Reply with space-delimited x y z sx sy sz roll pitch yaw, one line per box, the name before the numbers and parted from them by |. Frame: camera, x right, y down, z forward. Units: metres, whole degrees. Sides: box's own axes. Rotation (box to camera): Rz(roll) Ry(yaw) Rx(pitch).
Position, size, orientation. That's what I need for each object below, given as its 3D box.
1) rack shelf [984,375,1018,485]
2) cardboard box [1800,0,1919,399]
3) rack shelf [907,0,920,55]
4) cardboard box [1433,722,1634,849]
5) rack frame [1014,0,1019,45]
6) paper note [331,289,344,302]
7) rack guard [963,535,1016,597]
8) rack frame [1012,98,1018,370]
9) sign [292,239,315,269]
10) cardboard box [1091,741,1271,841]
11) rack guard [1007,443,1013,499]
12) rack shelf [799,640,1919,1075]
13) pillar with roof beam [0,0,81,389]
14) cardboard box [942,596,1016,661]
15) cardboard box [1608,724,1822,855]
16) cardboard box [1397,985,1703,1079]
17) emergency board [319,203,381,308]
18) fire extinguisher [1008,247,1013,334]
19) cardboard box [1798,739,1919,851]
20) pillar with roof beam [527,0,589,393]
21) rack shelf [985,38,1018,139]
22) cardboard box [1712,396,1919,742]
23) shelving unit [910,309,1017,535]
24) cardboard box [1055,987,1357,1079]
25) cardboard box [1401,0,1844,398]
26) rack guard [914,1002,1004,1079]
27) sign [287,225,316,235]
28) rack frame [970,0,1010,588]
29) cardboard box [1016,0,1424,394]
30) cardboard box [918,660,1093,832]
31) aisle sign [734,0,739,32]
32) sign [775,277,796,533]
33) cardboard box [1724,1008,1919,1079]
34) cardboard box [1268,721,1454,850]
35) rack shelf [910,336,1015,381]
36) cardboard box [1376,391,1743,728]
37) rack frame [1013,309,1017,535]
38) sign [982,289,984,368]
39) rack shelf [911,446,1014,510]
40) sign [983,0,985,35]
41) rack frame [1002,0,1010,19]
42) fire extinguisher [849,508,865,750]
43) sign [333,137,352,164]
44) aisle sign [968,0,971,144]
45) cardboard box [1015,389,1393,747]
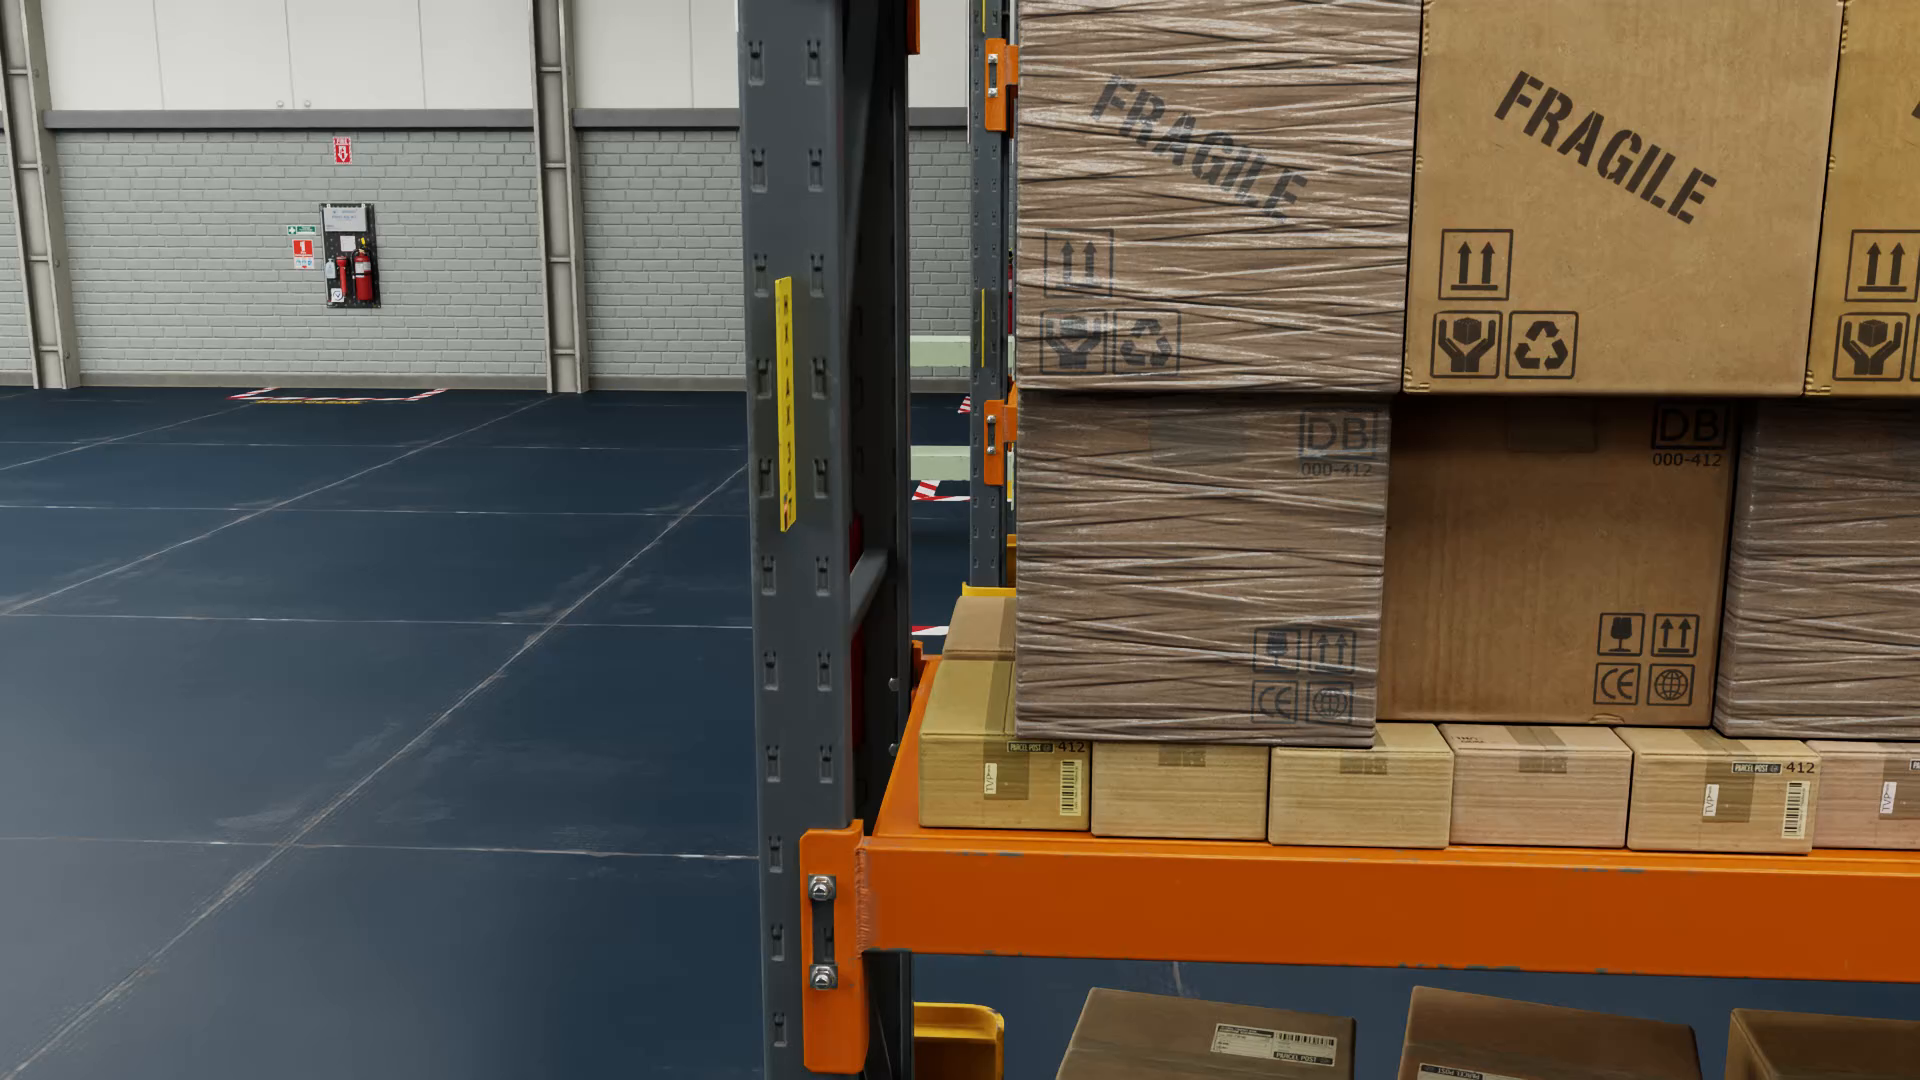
rack shelf | 2.135 -0.498 7.580 4.000 0.370 1.077 1 12 4
cardboard box | 1.336 -0.472 2.284 0.500 0.500 0.500 1 12 4
rack shelf | 1.804 -0.954 2.436 4.000 0.370 1.077 1 12 4
cardboard box | 0.824 0.323 2.512 0.250 0.149 0.380 1 12 4
rack frame | 0.474 -4.826 11.860 0.127 3.000 1.000 1 12 4
paper note | -7.064 -2.778 18.872 0.142 0.148 0.016 1 12 4
rack guard | 0.218 0.337 7.934 0.348 0.500 1.175 1 12 4
rack frame | 0.474 -1.889 12.475 0.127 3.000 1.000 1 12 4
sign | -7.437 -3.238 18.836 0.234 0.329 0.001 1 12 4
cardboard box | 0.325 0.317 2.539 0.250 0.149 0.380 1 12 4
rack guard | 0.450 -0.666 12.732 0.348 0.500 1.175 1 12 4
rack shelf | 1.804 0.514 2.743 4.000 0.370 1.077 1 12 4
pillar with roof beam | -10.703 -5.290 14.078 0.400 9.000 9.100 1 12 4
cardboard box | 0.107 0.219 3.009 0.250 0.149 0.380 1 12 4
cardboard box | 1.073 0.328 2.489 0.250 0.149 0.380 1 12 4
cardboard box | 1.029 1.165 2.950 0.500 0.500 0.500 4 12 19
emergency board | -6.892 -3.192 18.703 0.643 1.169 0.194 1 12 4
fire extinguisher | 0.387 -1.948 12.944 0.183 0.674 0.296 1 12 4
cardboard box | 1.325 0.326 2.499 0.250 0.149 0.380 1 12 4
pillar with roof beam | -4.717 -5.208 13.686 0.400 9.000 9.100 1 12 4
rack shelf | 2.135 -1.966 7.273 4.000 0.370 1.077 1 12 4
cardboard box | 1.358 -0.049 2.706 0.500 0.500 0.875 1 12 4
shelving unit | -0.007 -0.734 10.615 0.755 1.500 0.431 1 12 4
cardboard box | 0.430 1.164 2.956 0.500 0.500 0.500 3 12 14
cardboard box | 0.838 -0.478 2.315 0.500 0.500 0.500 1 12 4
rack guard | -0.116 1.359 3.051 0.348 0.500 1.175 1 12 4
sign | -7.433 -3.496 18.773 0.331 0.109 0.001 1 12 4
rack frame | 0.140 -0.878 7.637 0.127 3.000 1.000 1 12 4
cardboard box | 0.339 -0.486 2.355 0.500 0.500 0.500 1 12 4
cardboard box | 0.077 0.310 2.574 0.250 0.149 0.380 1 12 4
aisle sign | -0.273 -1.078 2.245 0.004 0.787 0.394 1 12 4
sign | -0.228 -0.179 2.181 0.005 0.325 0.100 1 12 4
cardboard box | 1.653 1.178 2.891 0.500 0.500 0.500 2 12 9
cardboard box | 0.574 0.324 2.508 0.250 0.149 0.380 1 12 4
rack shelf | -0.007 -1.116 10.535 0.720 0.370 0.431 1 12 4
cardboard box | 0.862 -0.065 2.781 0.500 0.500 0.875 1 12 4
rack frame | 0.359 -0.729 10.591 0.023 1.500 0.400 1 12 4
sign | 0.098 -0.901 7.072 0.005 0.325 0.100 1 12 4
rack shelf | -0.007 -0.415 10.682 0.720 0.370 0.431 1 12 4
sign | 0.098 -2.238 6.792 0.005 0.325 0.100 1 12 4
rack frame | 0.140 -3.814 7.023 0.127 3.000 1.000 1 12 4
fire extinguisher | -0.275 0.076 3.265 0.183 0.674 0.296 1 12 4
sign | -6.893 -4.347 18.564 0.199 0.298 0.001 1 12 4
aisle sign | 0.048 -2.091 7.090 0.004 0.787 0.394 1 12 4
cardboard box | 0.355 -0.047 2.697 0.500 0.500 0.875 1 12 4
